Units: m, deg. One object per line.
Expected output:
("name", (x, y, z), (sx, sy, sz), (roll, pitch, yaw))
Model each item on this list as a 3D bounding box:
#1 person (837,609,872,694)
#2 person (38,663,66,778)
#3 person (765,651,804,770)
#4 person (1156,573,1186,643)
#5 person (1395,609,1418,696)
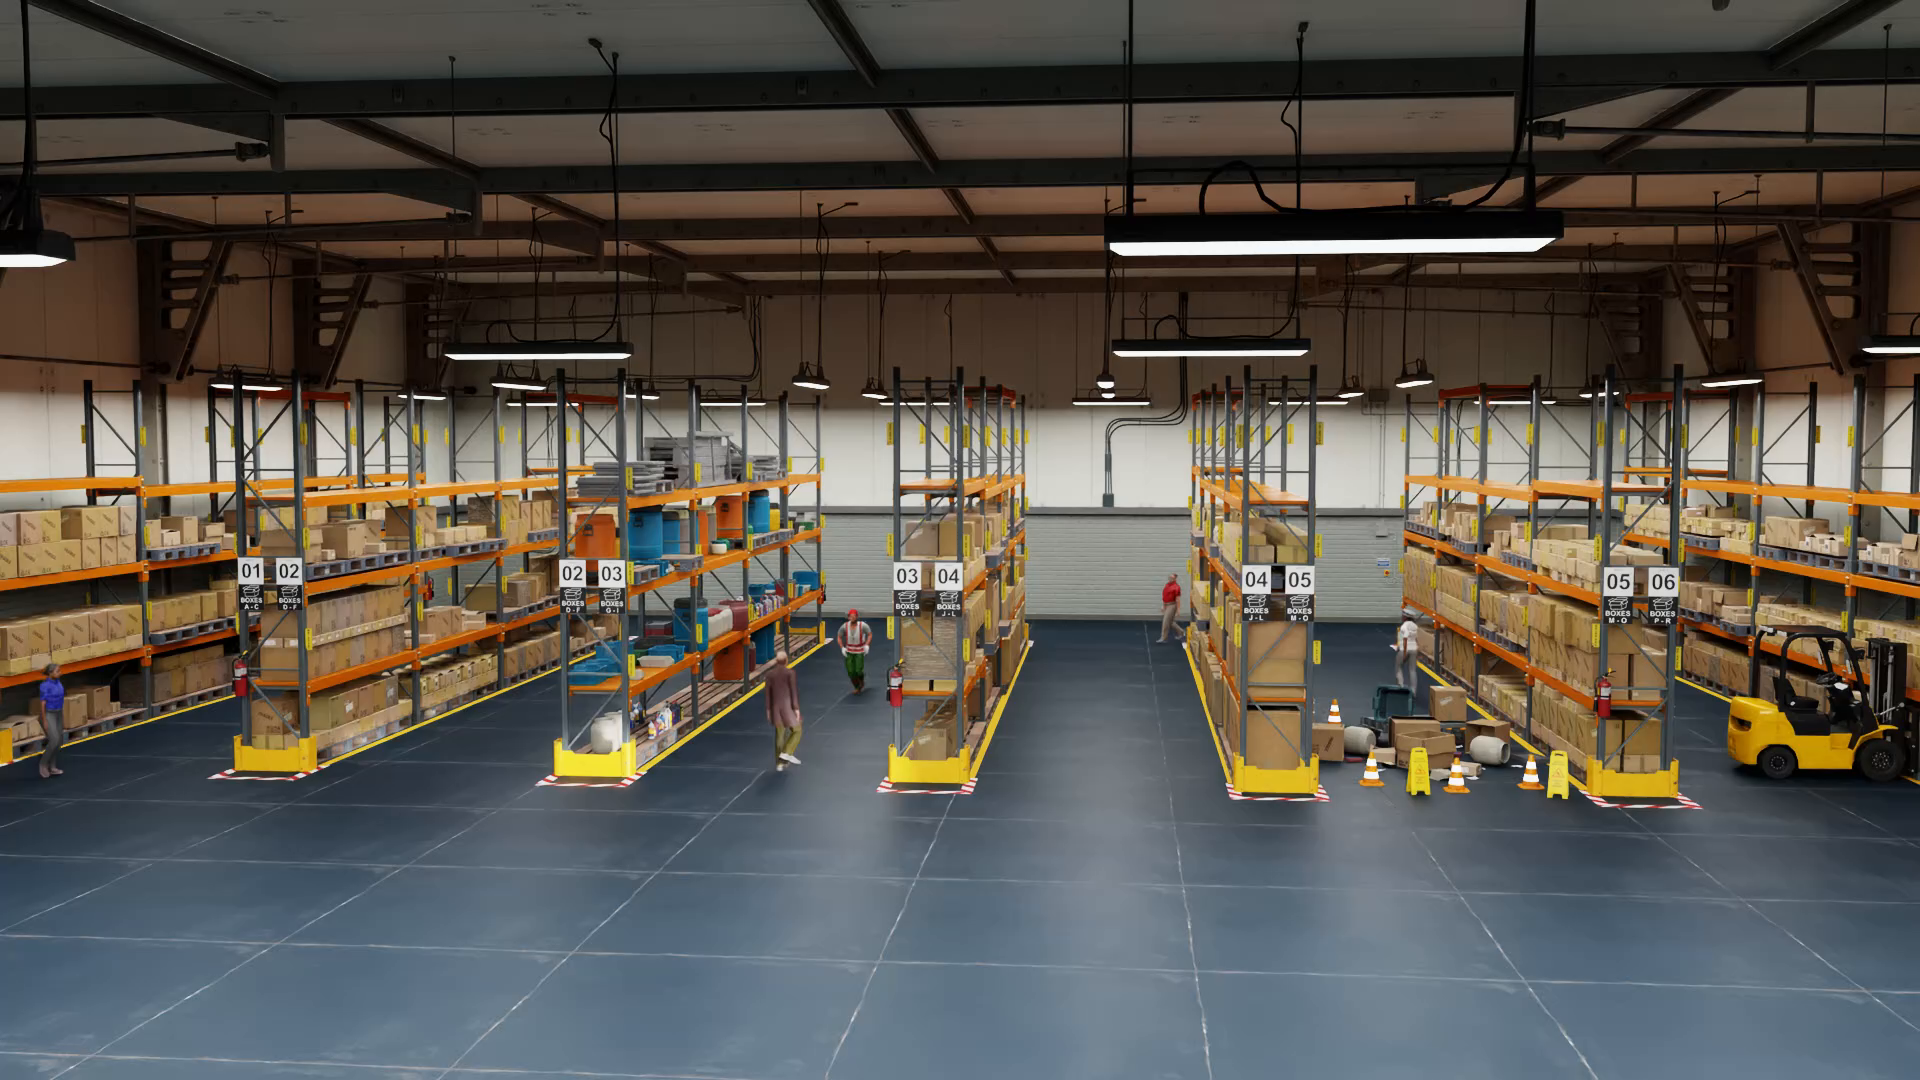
("person", (-2.045, 2.159, 32.246), (0.666, 1.683, 0.628), (1, 4, 10))
("person", (-13.351, 2.655, 24.494), (0.409, 1.660, 0.480), (0, 4, 7))
("person", (-2.662, 2.560, 24.962), (0.624, 1.770, 0.571), (1, 4, 17))
("person", (5.125, 1.640, 40.355), (0.898, 1.685, 0.542), (-1, 4, -21))
("person", (8.640, 2.197, 32.025), (0.454, 1.729, 0.556), (-1, 4, -13))
